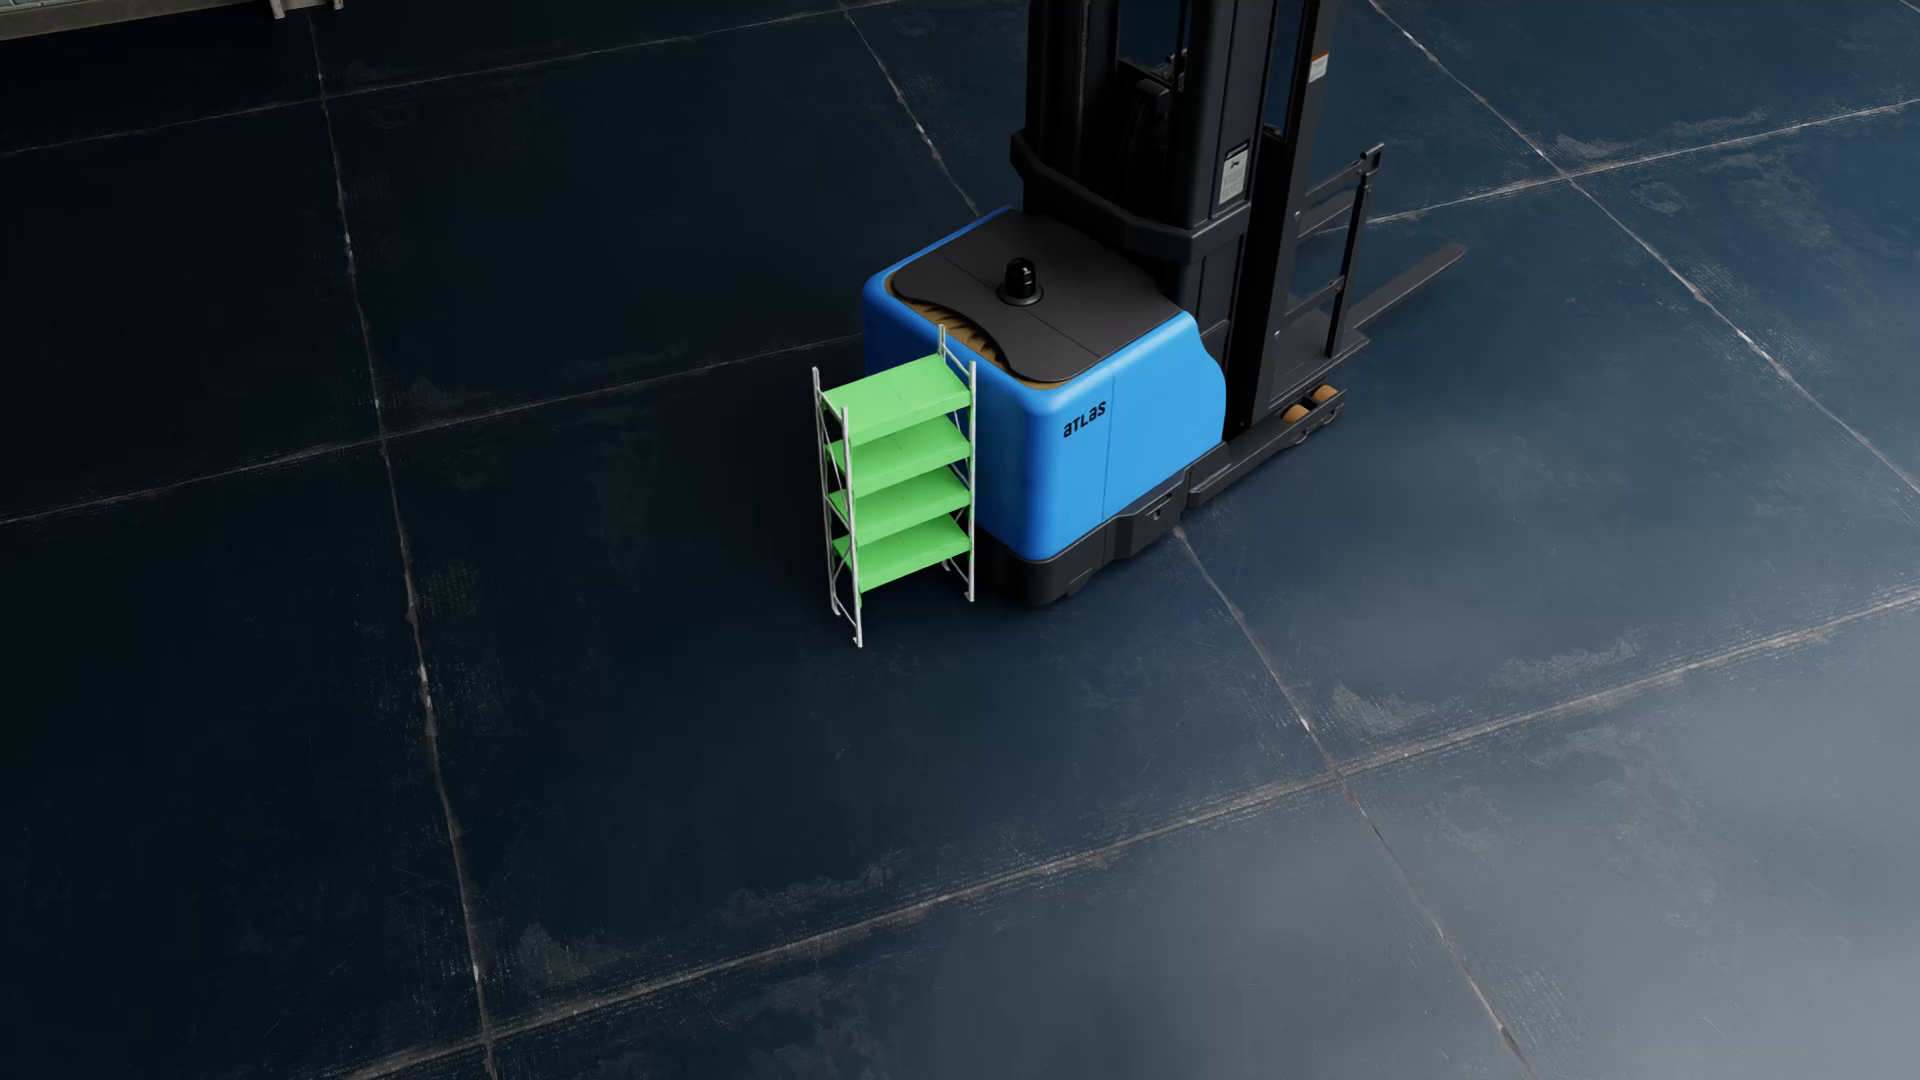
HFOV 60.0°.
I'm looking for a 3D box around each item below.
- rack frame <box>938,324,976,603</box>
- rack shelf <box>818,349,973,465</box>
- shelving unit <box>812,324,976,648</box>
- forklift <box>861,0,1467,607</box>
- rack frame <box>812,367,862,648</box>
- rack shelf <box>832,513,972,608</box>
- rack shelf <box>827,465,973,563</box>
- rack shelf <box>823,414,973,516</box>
[{"bbox_3d":[-0.011,-0.255,6.157,0.015,1.200,0.240,-22,49,-20],"label":"rack frame"},{"bbox_3d":[-0.224,-0.465,5.778,0.480,0.148,0.258,-22,49,-20],"label":"rack shelf"},{"bbox_3d":[-0.224,-0.171,6.073,0.503,1.200,0.258,-22,49,-20],"label":"shelving unit"},{"bbox_3d":[1.041,-1.695,6.370,3.031,2.935,1.130,-33,54,-29],"label":"forklift"},{"bbox_3d":[-0.437,-0.087,5.989,0.015,1.200,0.240,-22,49,-20],"label":"rack frame"},{"bbox_3d":[-0.224,0.044,6.288,0.480,0.148,0.258,-22,49,-20],"label":"rack shelf"},{"bbox_3d":[-0.224,-0.126,6.118,0.480,0.148,0.258,-22,49,-20],"label":"rack shelf"},{"bbox_3d":[-0.224,-0.295,5.948,0.480,0.148,0.258,-22,49,-20],"label":"rack shelf"}]
